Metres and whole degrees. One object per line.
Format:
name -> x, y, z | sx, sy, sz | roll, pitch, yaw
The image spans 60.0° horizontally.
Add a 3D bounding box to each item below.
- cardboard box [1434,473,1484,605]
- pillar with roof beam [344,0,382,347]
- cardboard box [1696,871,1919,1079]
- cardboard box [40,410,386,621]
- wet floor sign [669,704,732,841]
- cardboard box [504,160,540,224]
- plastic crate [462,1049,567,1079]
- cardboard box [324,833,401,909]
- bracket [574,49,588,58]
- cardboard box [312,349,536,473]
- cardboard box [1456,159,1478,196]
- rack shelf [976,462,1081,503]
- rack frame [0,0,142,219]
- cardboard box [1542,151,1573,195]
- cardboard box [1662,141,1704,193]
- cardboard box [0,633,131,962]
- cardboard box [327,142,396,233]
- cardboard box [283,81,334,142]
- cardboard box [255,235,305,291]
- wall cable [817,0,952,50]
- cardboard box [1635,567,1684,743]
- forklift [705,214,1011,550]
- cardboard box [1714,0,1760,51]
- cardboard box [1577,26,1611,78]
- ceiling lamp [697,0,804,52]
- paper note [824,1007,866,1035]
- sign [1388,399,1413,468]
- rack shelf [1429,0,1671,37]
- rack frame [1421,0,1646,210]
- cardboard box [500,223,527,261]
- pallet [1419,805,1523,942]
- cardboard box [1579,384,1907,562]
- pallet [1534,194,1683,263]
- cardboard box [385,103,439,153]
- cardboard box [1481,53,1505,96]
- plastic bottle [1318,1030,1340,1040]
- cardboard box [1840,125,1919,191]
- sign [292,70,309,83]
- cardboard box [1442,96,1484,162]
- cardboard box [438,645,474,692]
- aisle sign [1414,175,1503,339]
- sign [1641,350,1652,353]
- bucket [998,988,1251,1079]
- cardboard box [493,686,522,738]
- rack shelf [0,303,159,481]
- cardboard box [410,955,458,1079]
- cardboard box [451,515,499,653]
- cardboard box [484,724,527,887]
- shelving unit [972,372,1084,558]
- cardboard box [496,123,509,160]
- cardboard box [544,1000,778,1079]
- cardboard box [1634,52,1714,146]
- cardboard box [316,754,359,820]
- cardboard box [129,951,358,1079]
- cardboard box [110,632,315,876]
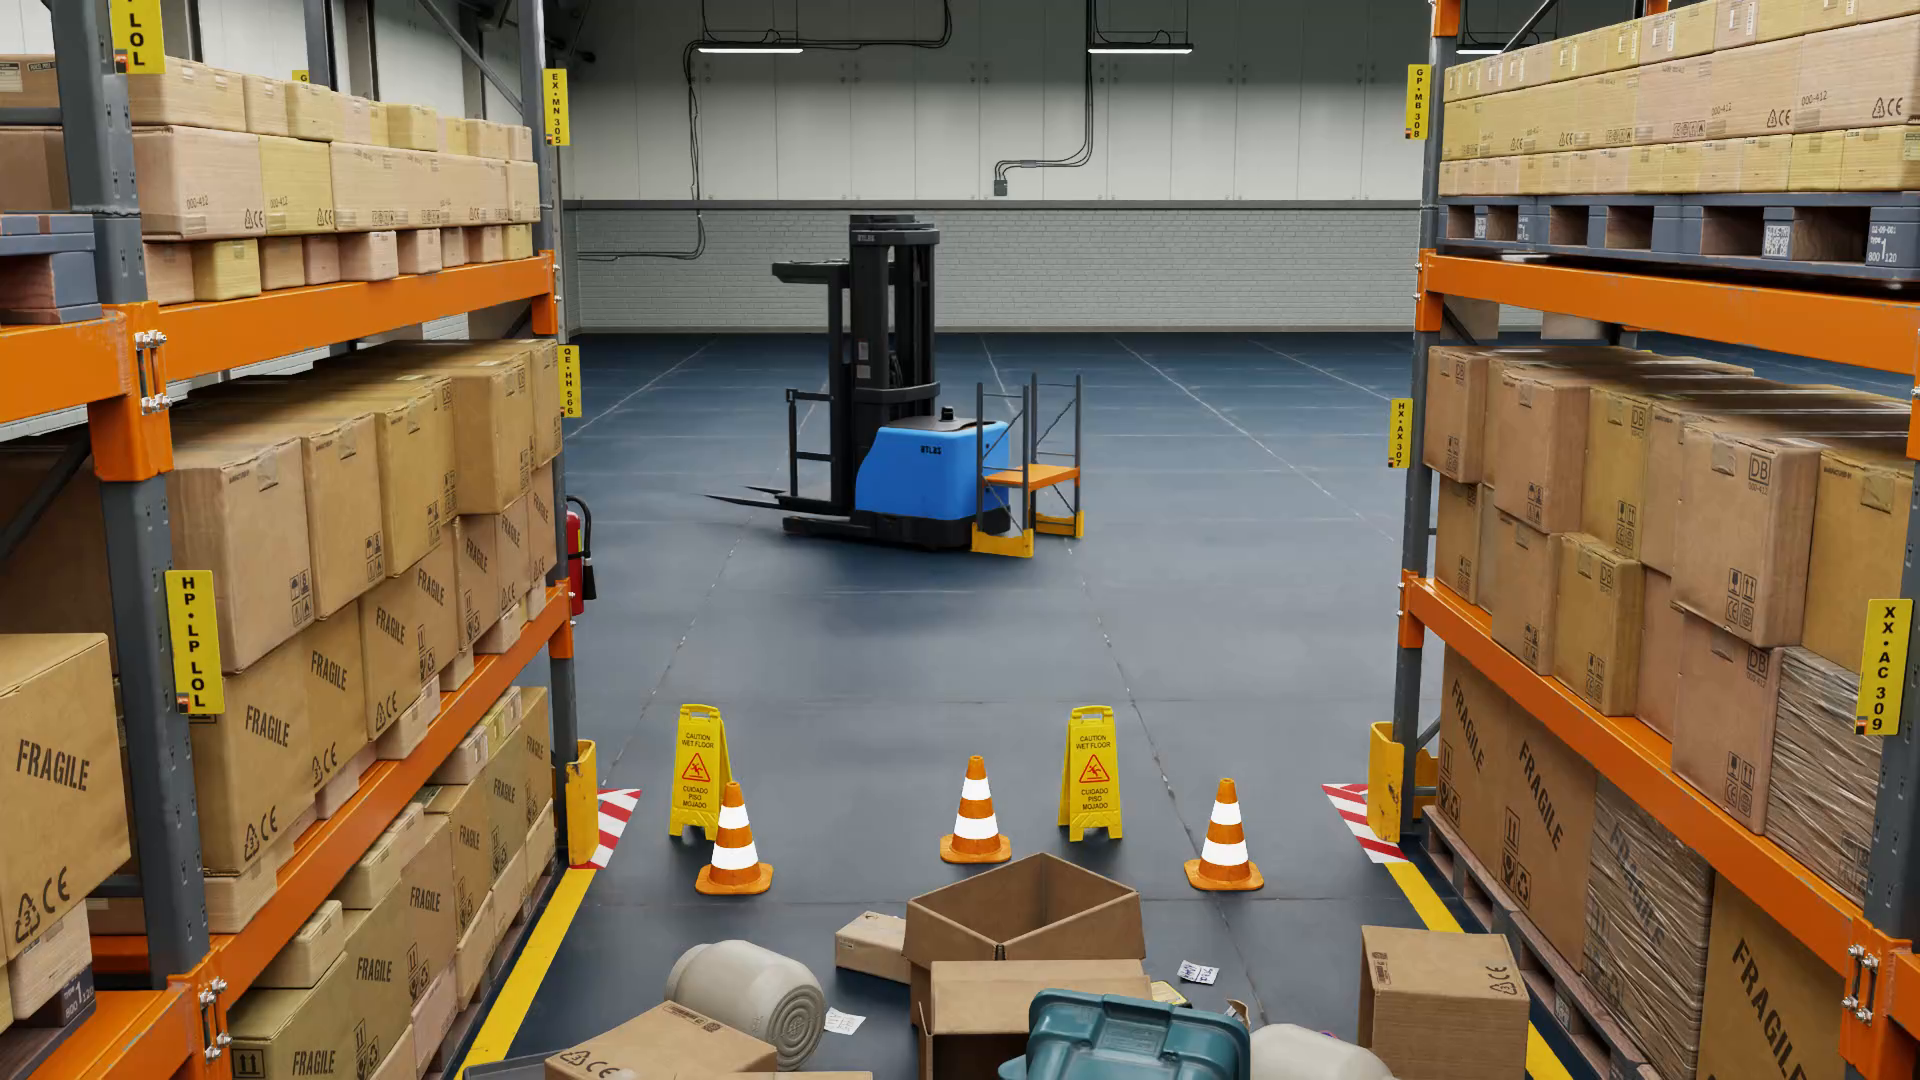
cardboard box -> 2.672, -0.038, 7.516 | 0.875, 0.550, 0.550 | 0, 11, -1
pillar with roof beam -> -4.245, -6.370, 24.017 | 9.100, 9.000, 0.400 | 0, 11, -1
cardboard box -> 2.759, 1.467, 4.761 | 0.875, 0.875, 0.875 | 0, 11, 0
cardboard box -> -2.026, -0.077, 4.572 | 0.700, 0.500, 0.500 | 0, 11, -1
wet floor sign -> -1.262, 1.114, 8.136 | 0.267, 0.644, 0.232 | 4, 12, 18
cardboard box -> -2.048, -1.439, 6.885 | 0.500, 0.250, 0.500 | 0, 11, -2
plastic crate -> -1.457, 1.913, 5.620 | 0.402, 0.080, 0.583 | -4, 12, -21
cardboard box -> -1.942, 1.008, 5.078 | 0.380, 0.149, 0.250 | 0, 11, 1
bracket -> -8.487, -10.940, 37.487 | 0.076, 0.066, 3.189 | 0, 11, -1
cardboard box -> -2.096, -0.481, 6.563 | 0.700, 0.500, 0.500 | 0, 11, -1
cardboard box -> 2.312, -1.520, 6.976 | 0.380, 0.149, 0.250 | 0, 11, -1
rack shelf -> 0.626, -0.524, 14.966 | 0.538, 0.185, 1.000 | 7, 13, 30
rack frame -> -2.245, -2.143, 3.178 | 1.000, 3.000, 0.127 | 0, 11, -1
cardboard box -> 2.332, -1.320, 5.990 | 0.380, 0.149, 0.250 | 0, 11, -2
cardboard box -> 2.354, -1.118, 4.995 | 0.380, 0.149, 0.250 | 0, 11, 0
cardboard box -> -2.006, 0.488, 3.246 | 0.500, 0.500, 0.500 | 0, 11, -2
cardboard box -> -1.998, -1.036, 4.895 | 0.500, 0.250, 0.500 | 0, 11, -1
cardboard box -> -1.935, -1.161, 4.509 | 0.380, 0.149, 0.250 | 0, 11, -2
cardboard box -> -2.037, -0.763, 4.556 | 0.380, 0.149, 0.250 | 0, 11, 1
wall cable -> -1.737, -12.535, 38.073 | 3.097, 2.526, 0.112 | 0, 11, -1
cardboard box -> 2.755, 0.393, 5.390 | 0.875, 0.550, 0.550 | 0, 11, -1
forklift -> -1.049, -1.546, 15.496 | 3.031, 2.935, 1.130 | 7, 14, 32
cardboard box -> 2.361, -1.457, 4.660 | 0.380, 0.149, 0.250 | 0, 11, 0
cardboard box -> 2.339, -1.659, 5.659 | 0.380, 0.149, 0.250 | 0, 11, 0
ceiling lamp -> -3.968, -10.850, 31.418 | 2.000, 3.185, 0.800 | 0, 11, -1
paper note -> -0.450, 1.812, 6.269 | 0.148, 0.019, 0.142 | 4, 12, 18
sign -> 2.064, -0.500, 7.794 | 0.100, 0.325, 0.005 | 0, 11, -1
rack shelf -> 2.661, -2.032, 5.449 | 1.077, 0.370, 4.000 | 0, 11, -1
rack frame -> 2.619, -2.978, 7.297 | 1.000, 3.000, 0.127 | 0, 11, -1
cardboard box -> -2.003, -1.226, 6.834 | 0.380, 0.149, 0.250 | 0, 11, -1
pallet -> 2.714, 1.487, 7.389 | 1.003, 0.211, 1.213 | 0, 11, -1
cardboard box -> 2.709, -0.241, 5.802 | 0.875, 0.550, 0.500 | 0, 11, -1
pallet -> 2.673, -1.074, 5.679 | 1.003, 0.211, 1.213 | 0, 11, -1
cardboard box -> -1.960, -1.365, 5.514 | 0.380, 0.149, 0.250 | 0, 11, 0
cardboard box -> 2.318, -1.862, 6.660 | 0.380, 0.149, 0.250 | 0, 11, -2
plastic bottle -> 1.242, 1.845, 6.002 | 0.283, 0.061, 0.133 | -4, 12, -21
cardboard box -> 2.375, -0.916, 4.000 | 0.380, 0.149, 0.250 | 0, 11, -1
sign -> -2.870, -1.894, 7.298 | 0.100, 0.325, 0.005 | 0, 11, -1
cardboard box -> 2.373, -1.738, 7.051 | 0.500, 0.250, 0.500 | 0, 11, -1
cardboard box -> -2.009, 0.453, 6.105 | 0.380, 0.149, 0.250 | 0, 11, -2
aisle sign -> 2.318, -1.325, 7.698 | 0.394, 0.787, 0.004 | 0, 11, -1
sign -> 3.162, -0.721, 7.752 | 0.100, 0.325, 0.005 | 0, 11, -1
bucket -> 0.394, 1.599, 4.235 | 0.726, 0.611, 0.620 | 4, 22, 18
cardboard box -> -1.976, 0.690, 6.649 | 0.380, 0.149, 0.250 | 0, 11, 0
rack shelf -> -2.204, 0.078, 1.589 | 1.077, 0.370, 4.000 | 0, 11, -1
cardboard box -> -2.023, 1.609, 5.633 | 0.500, 0.250, 0.500 | 0, 11, -2
cardboard box -> -2.028, 0.113, 6.147 | 0.500, 0.500, 0.500 | 0, 11, -1
cardboard box -> -2.036, 1.038, 6.560 | 0.500, 0.500, 0.500 | 0, 11, 1
shelving unit -> 0.622, -0.699, 14.922 | 0.587, 1.500, 1.083 | 7, 13, 30
cardboard box -> -2.058, -1.618, 6.763 | 0.380, 0.149, 0.250 | 0, 11, 0
cardboard box -> -0.907, 1.803, 5.101 | 0.500, 0.500, 0.500 | 9, 15, 38
cardboard box -> 2.417, -1.337, 5.072 | 0.500, 0.250, 0.500 | 0, 11, -2
cardboard box -> -1.994, 0.705, 4.864 | 0.380, 0.149, 0.250 | 0, 11, 1
cardboard box -> -1.987, 1.453, 4.516 | 0.500, 0.500, 0.500 | 0, 11, 2
cardboard box -> -1.975, 0.514, 4.172 | 0.500, 0.500, 0.500 | 0, 11, -1
